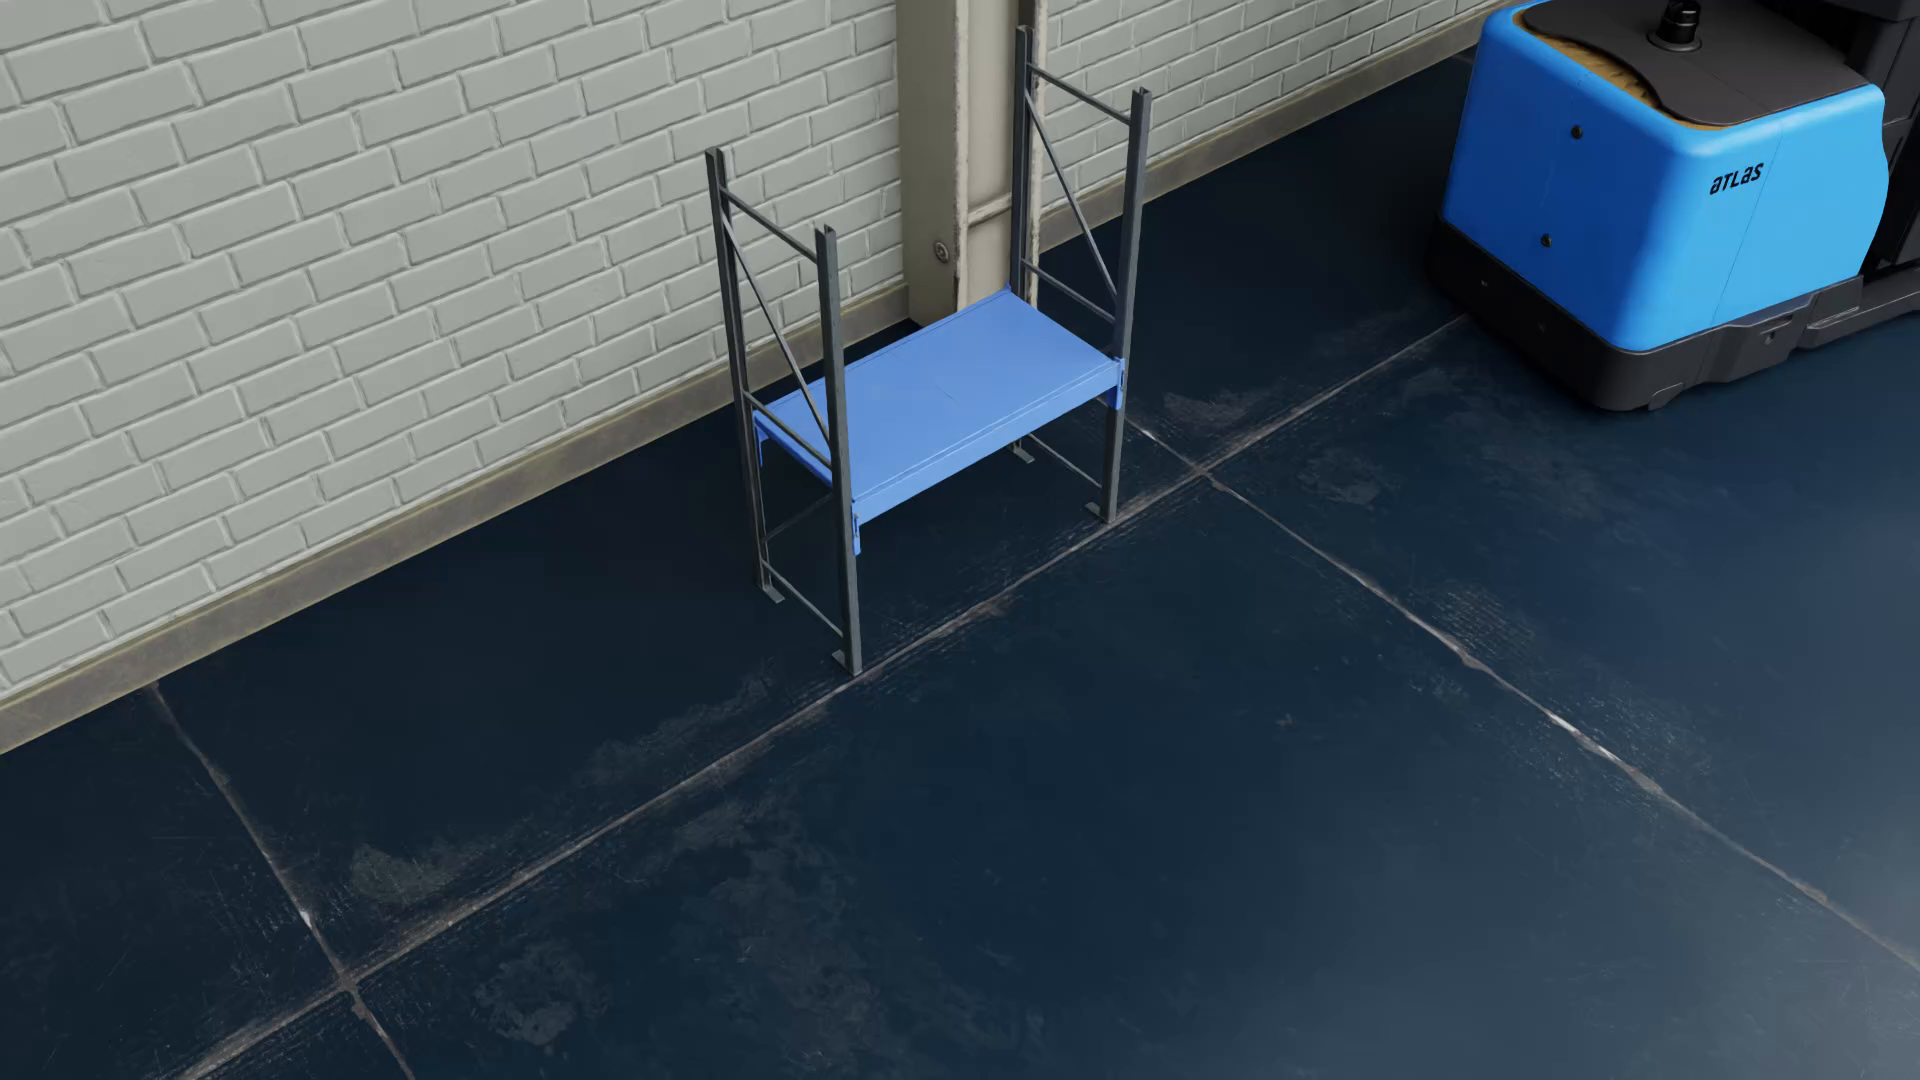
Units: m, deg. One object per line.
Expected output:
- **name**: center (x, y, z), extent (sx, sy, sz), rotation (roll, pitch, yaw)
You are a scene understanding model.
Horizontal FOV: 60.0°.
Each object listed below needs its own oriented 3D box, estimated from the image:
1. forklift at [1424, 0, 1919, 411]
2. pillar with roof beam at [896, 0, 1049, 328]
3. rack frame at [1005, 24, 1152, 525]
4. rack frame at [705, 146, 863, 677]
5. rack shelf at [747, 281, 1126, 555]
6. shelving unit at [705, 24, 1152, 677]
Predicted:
- **forklift**: center (3.289, -2.215, 5.467), extent (3.031, 2.935, 1.130), rotation (-19, 47, -19)
- **pillar with roof beam**: center (2.803, -1.867, 0.664), extent (0.400, 9.000, 9.100), rotation (-30, 51, -28)
- **rack frame**: center (0.325, -0.733, 4.934), extent (0.032, 1.500, 0.500), rotation (-30, 51, -28)
- **rack frame**: center (-0.455, -0.286, 4.459), extent (0.032, 1.500, 0.500), rotation (-30, 51, -28)
- **rack shelf**: center (-0.065, -0.378, 4.820), extent (1.000, 0.185, 0.538), rotation (-30, 51, -28)
- **shelving unit**: center (-0.065, -0.509, 4.697), extent (1.048, 1.500, 0.538), rotation (-30, 51, -28)
